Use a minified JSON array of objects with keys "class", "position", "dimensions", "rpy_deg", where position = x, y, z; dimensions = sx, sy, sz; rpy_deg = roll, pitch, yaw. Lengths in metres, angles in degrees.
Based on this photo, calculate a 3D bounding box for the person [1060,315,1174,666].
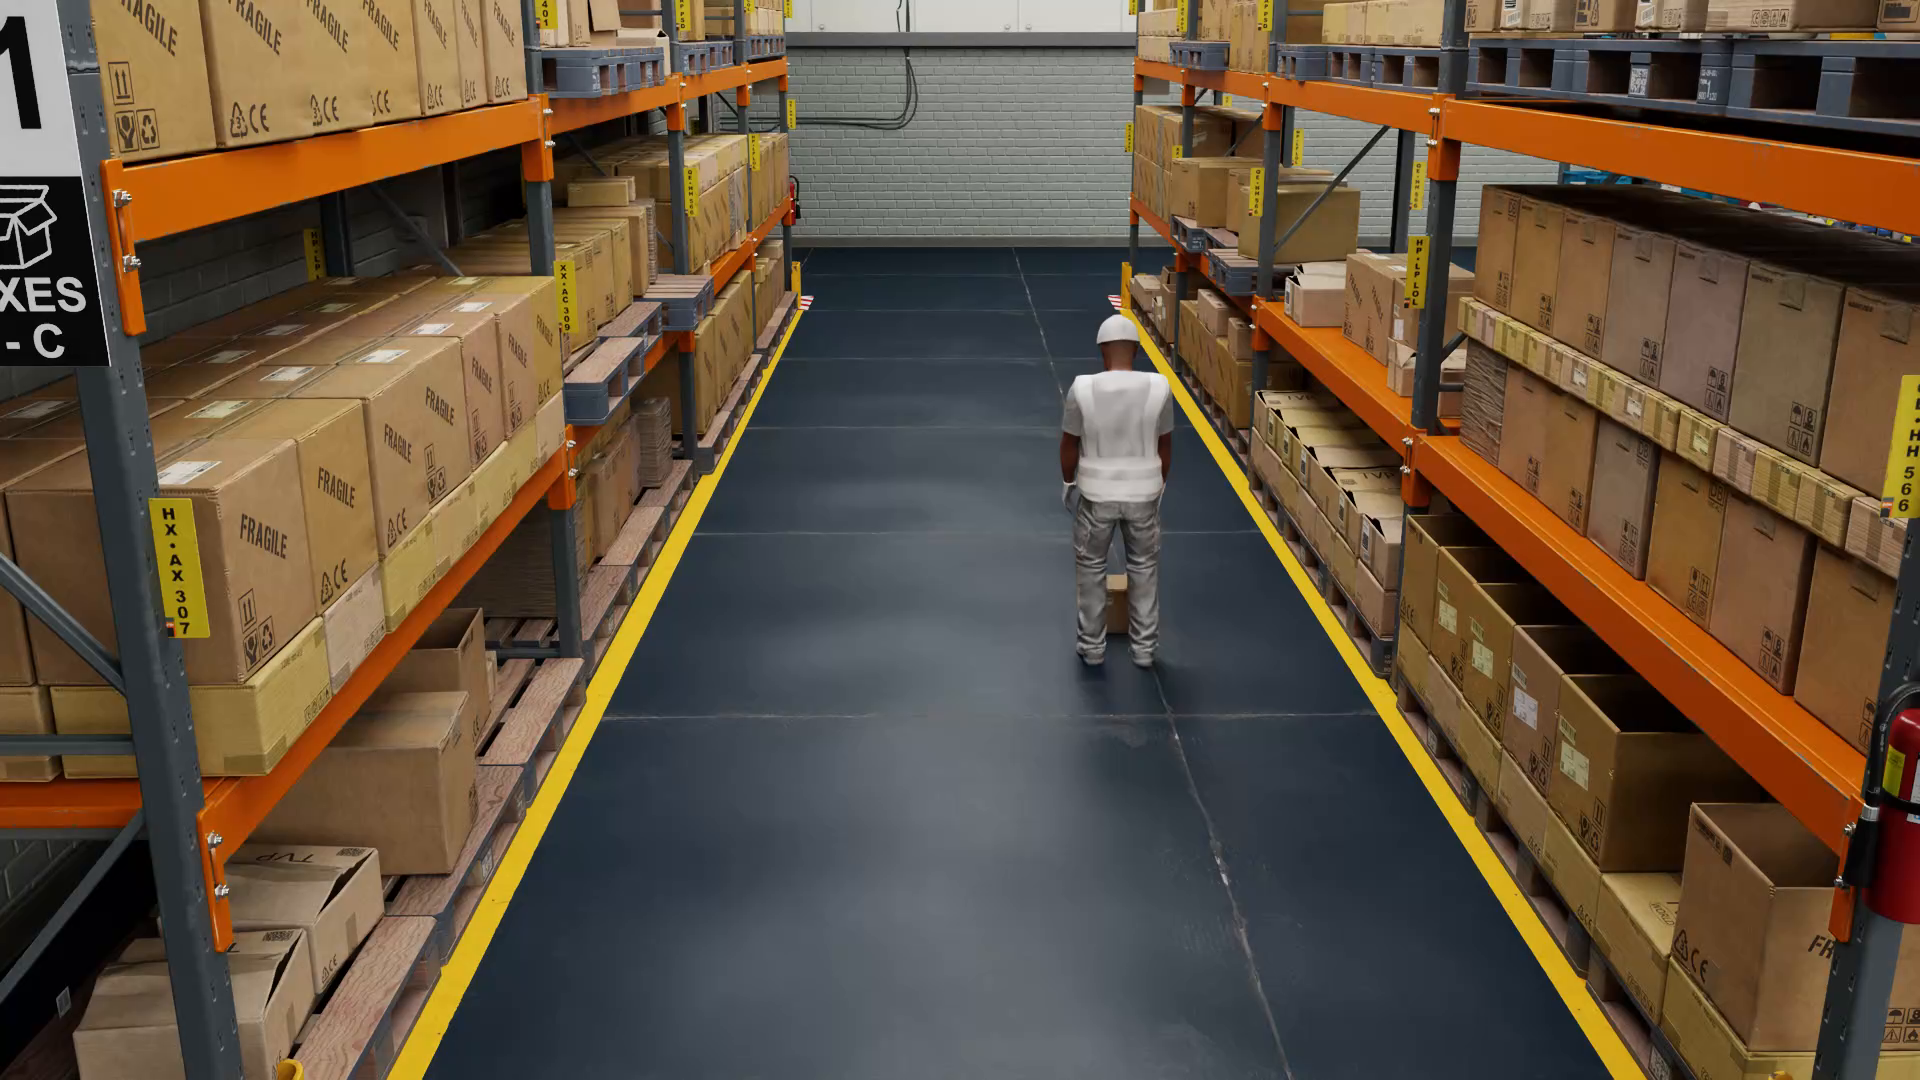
[{"class":"person","position":[0.775,-0.237,8.328],"dimensions":[0.557,1.767,0.388],"rpy_deg":[0,17,0]}]
